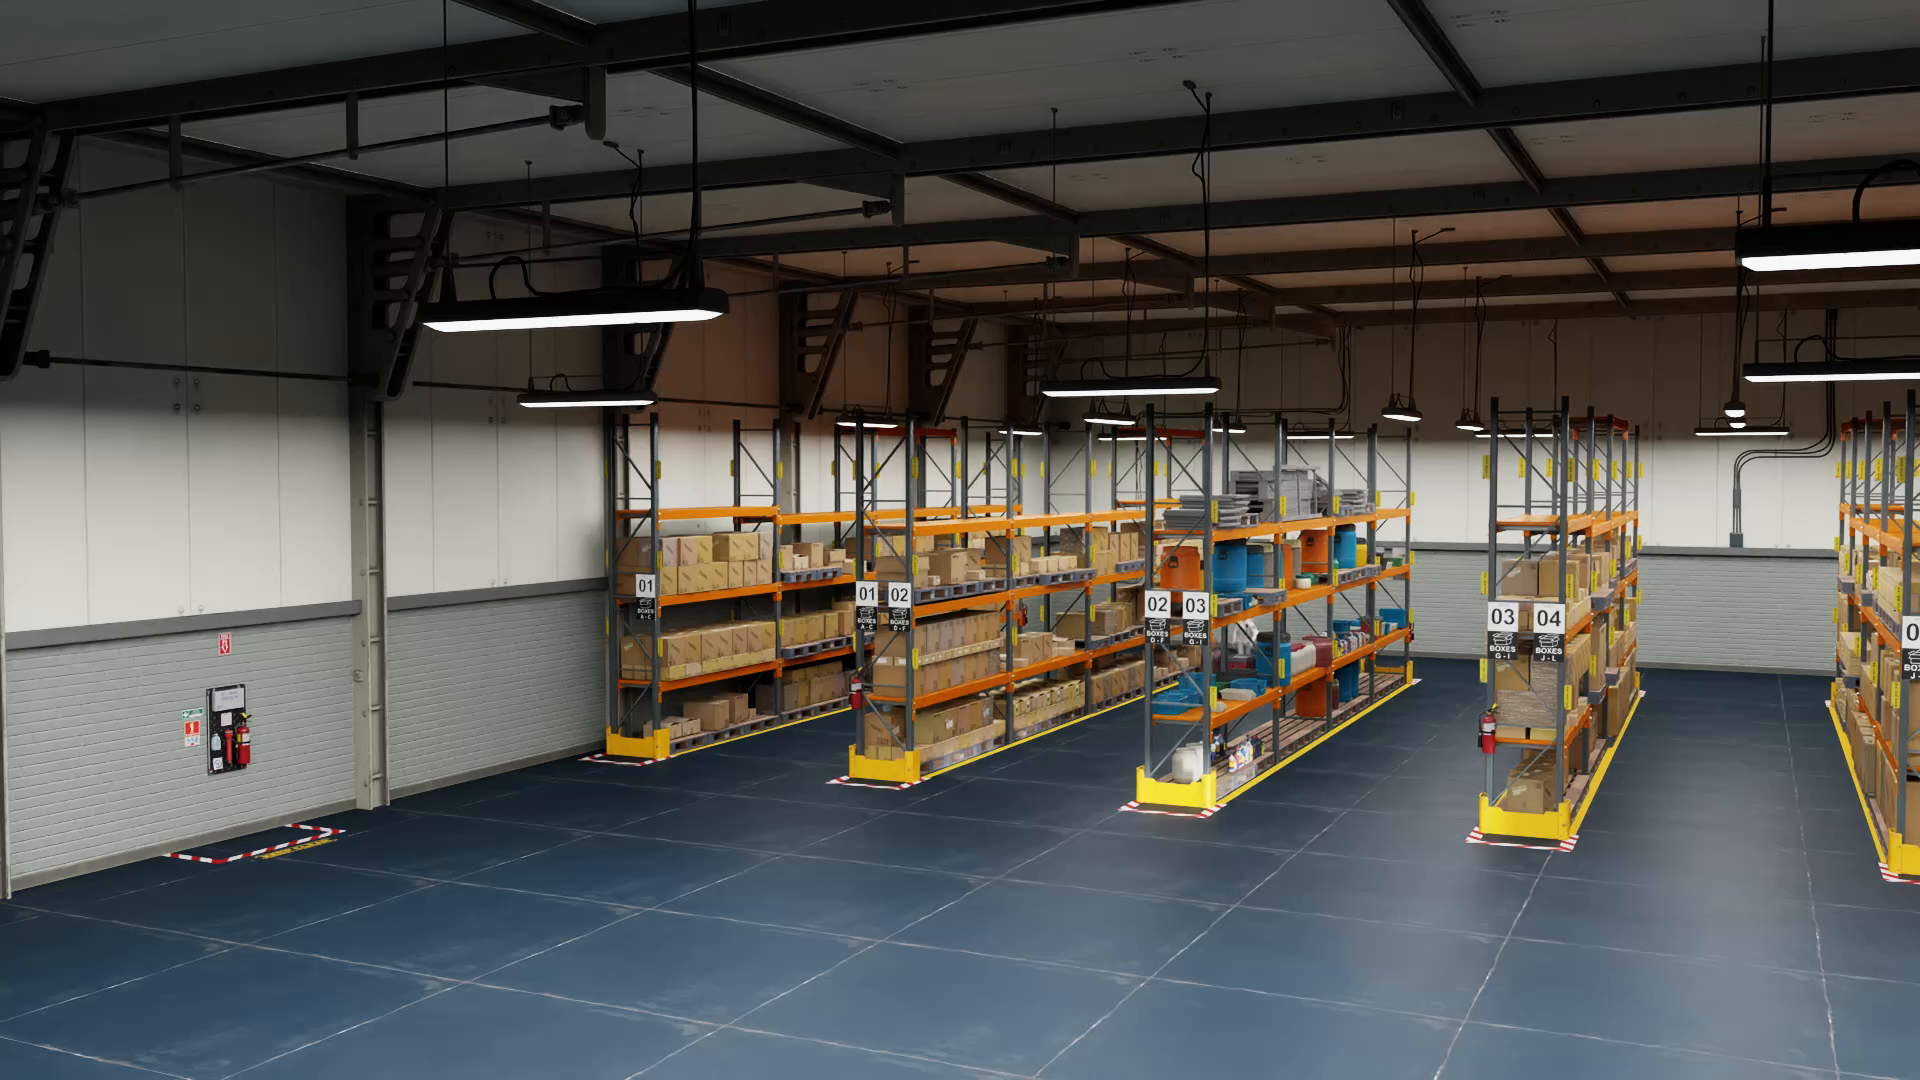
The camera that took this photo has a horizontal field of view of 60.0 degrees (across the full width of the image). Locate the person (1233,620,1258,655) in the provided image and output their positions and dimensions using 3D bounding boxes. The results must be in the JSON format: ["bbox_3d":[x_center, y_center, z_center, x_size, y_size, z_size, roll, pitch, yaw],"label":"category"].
[{"bbox_3d":[6.928,2.490,40.307,0.622,1.647,0.570,1,3,18],"label":"person"}]

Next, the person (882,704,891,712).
[{"bbox_3d":[-1.332,2.750,33.527,0.468,1.644,0.892,1,3,32],"label":"person"}]

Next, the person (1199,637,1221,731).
[{"bbox_3d":[4.861,2.783,32.050,0.650,1.828,0.659,2,3,38],"label":"person"}]
